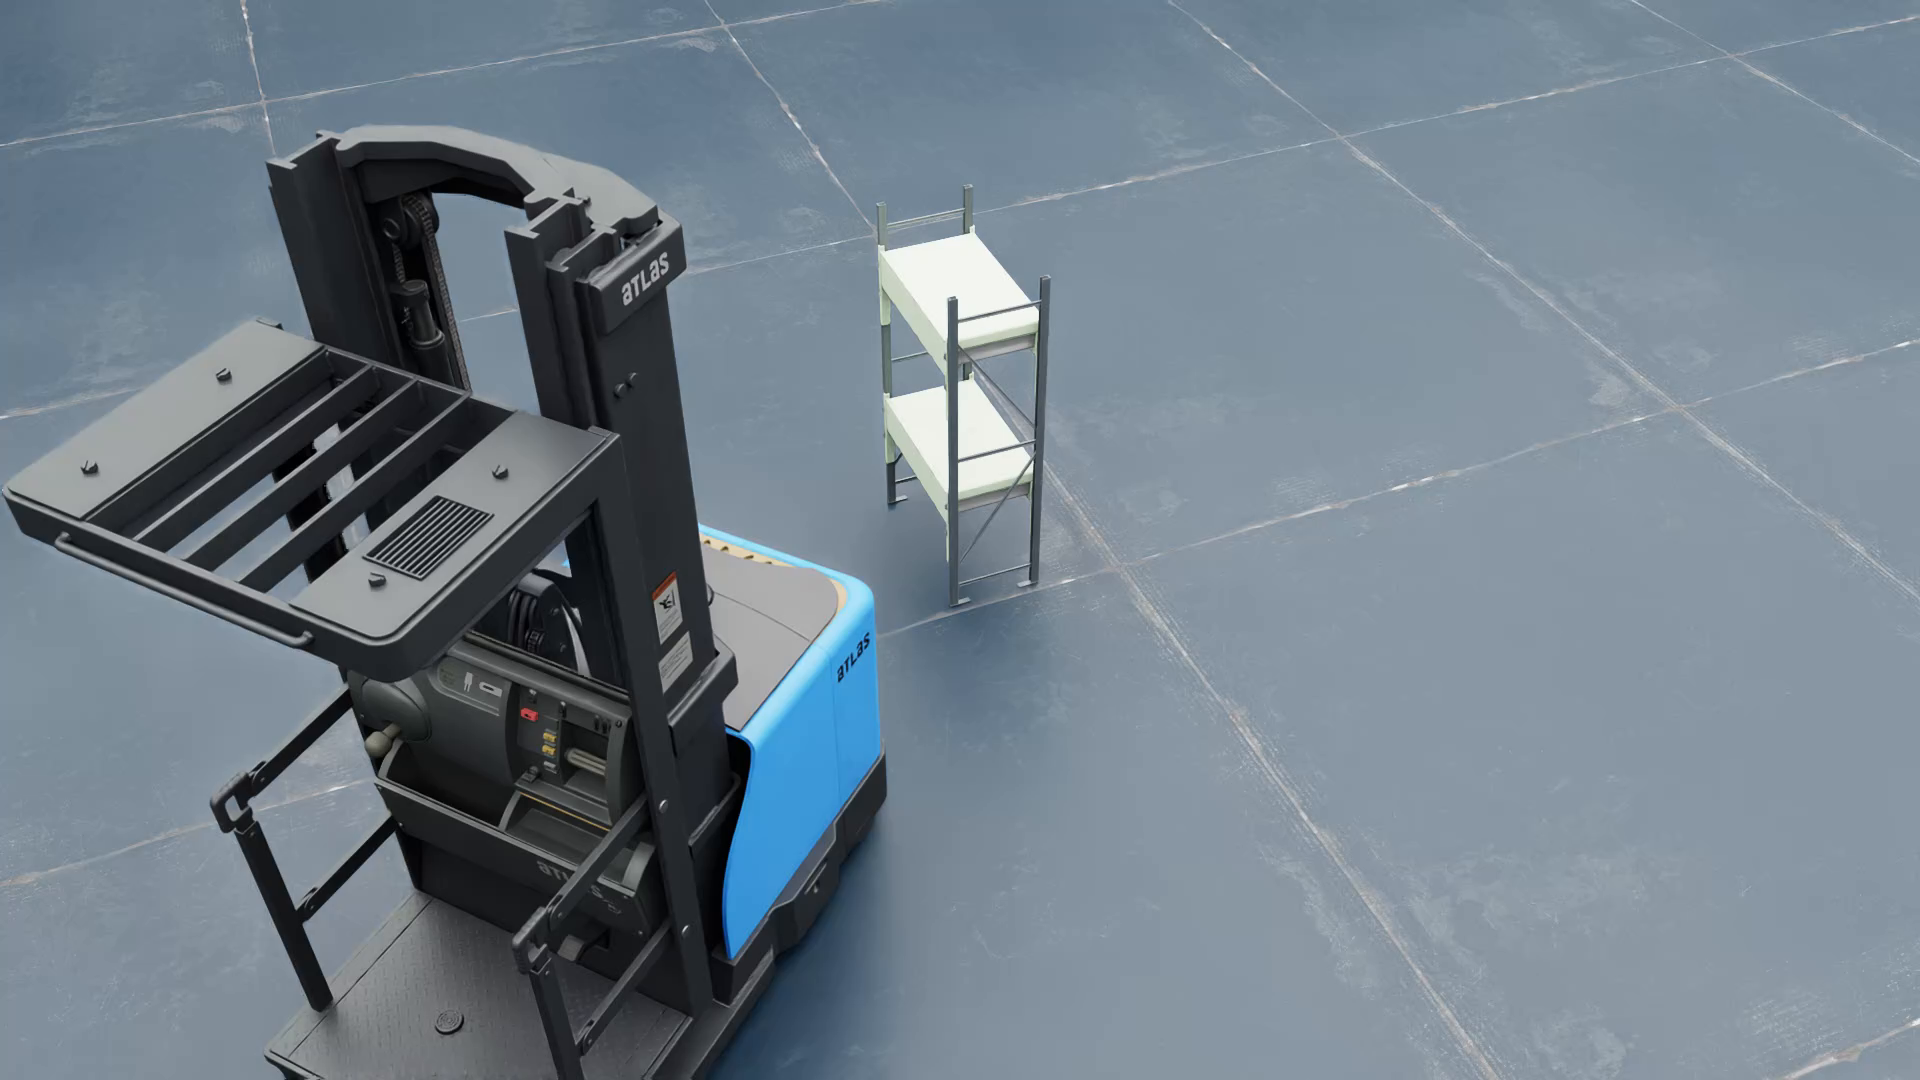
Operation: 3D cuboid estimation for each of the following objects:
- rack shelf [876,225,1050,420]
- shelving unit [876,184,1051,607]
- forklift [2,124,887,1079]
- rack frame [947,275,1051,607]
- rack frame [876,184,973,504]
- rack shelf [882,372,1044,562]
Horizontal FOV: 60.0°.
[{"bbox_3d":[0.003,-0.861,6.502,0.431,0.370,0.720,-15,43,-17],"label":"rack shelf"},{"bbox_3d":[0.003,-0.565,6.756,0.431,1.500,0.755,-15,43,-17],"label":"shelving unit"},{"bbox_3d":[-1.379,0.562,4.348,1.130,2.935,3.031,18,44,20],"label":"forklift"},{"bbox_3d":[0.143,-0.344,6.500,0.400,1.500,0.023,-15,43,-17],"label":"rack frame"},{"bbox_3d":[-0.137,-0.785,7.013,0.400,1.500,0.023,-15,43,-17],"label":"rack frame"},{"bbox_3d":[0.003,-0.317,6.969,0.431,0.370,0.720,-15,43,-17],"label":"rack shelf"}]
